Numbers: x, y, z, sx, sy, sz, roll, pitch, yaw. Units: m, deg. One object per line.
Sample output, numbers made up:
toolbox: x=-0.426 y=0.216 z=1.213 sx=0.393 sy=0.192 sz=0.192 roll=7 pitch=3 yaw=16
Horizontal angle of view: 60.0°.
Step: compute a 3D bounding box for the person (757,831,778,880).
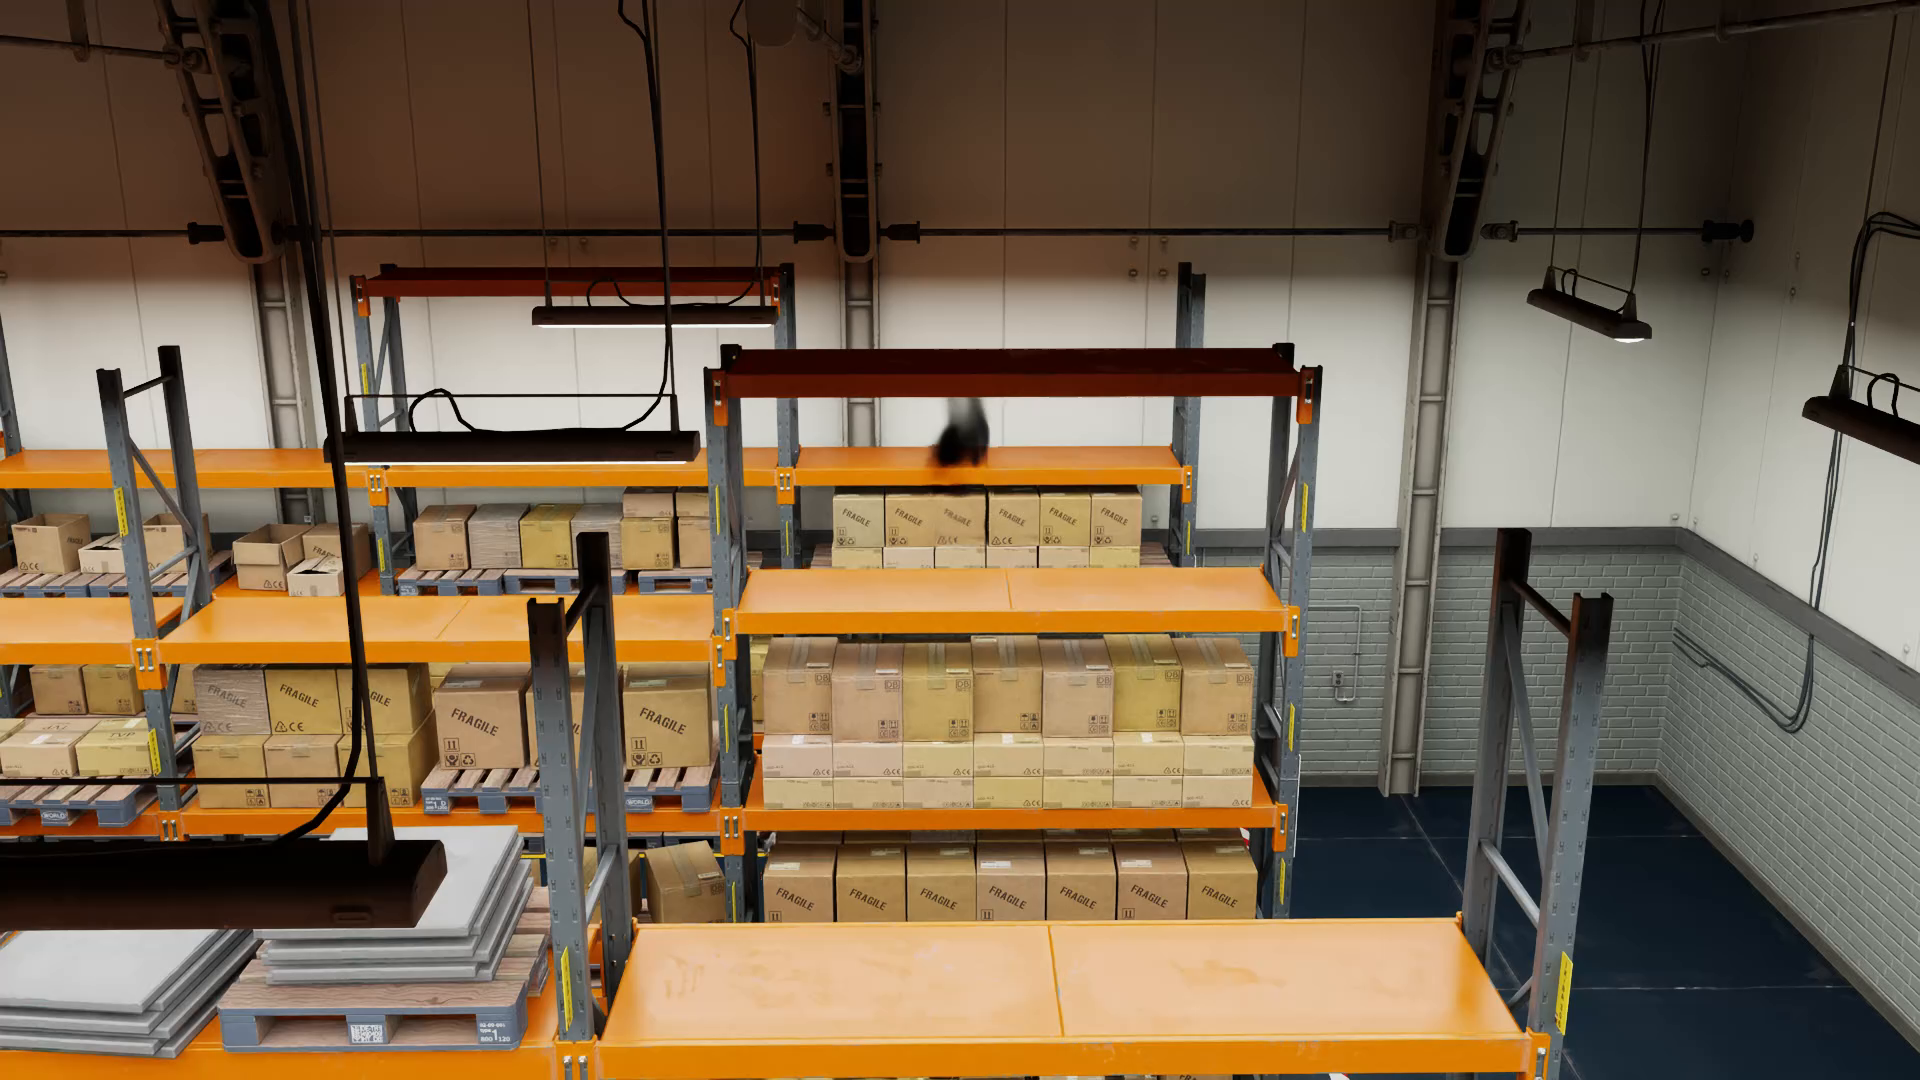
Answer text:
person: x=-1.369 y=3.179 z=14.920 sx=0.980 sy=1.628 sz=0.619 roll=-3 pitch=16 yaw=-9
